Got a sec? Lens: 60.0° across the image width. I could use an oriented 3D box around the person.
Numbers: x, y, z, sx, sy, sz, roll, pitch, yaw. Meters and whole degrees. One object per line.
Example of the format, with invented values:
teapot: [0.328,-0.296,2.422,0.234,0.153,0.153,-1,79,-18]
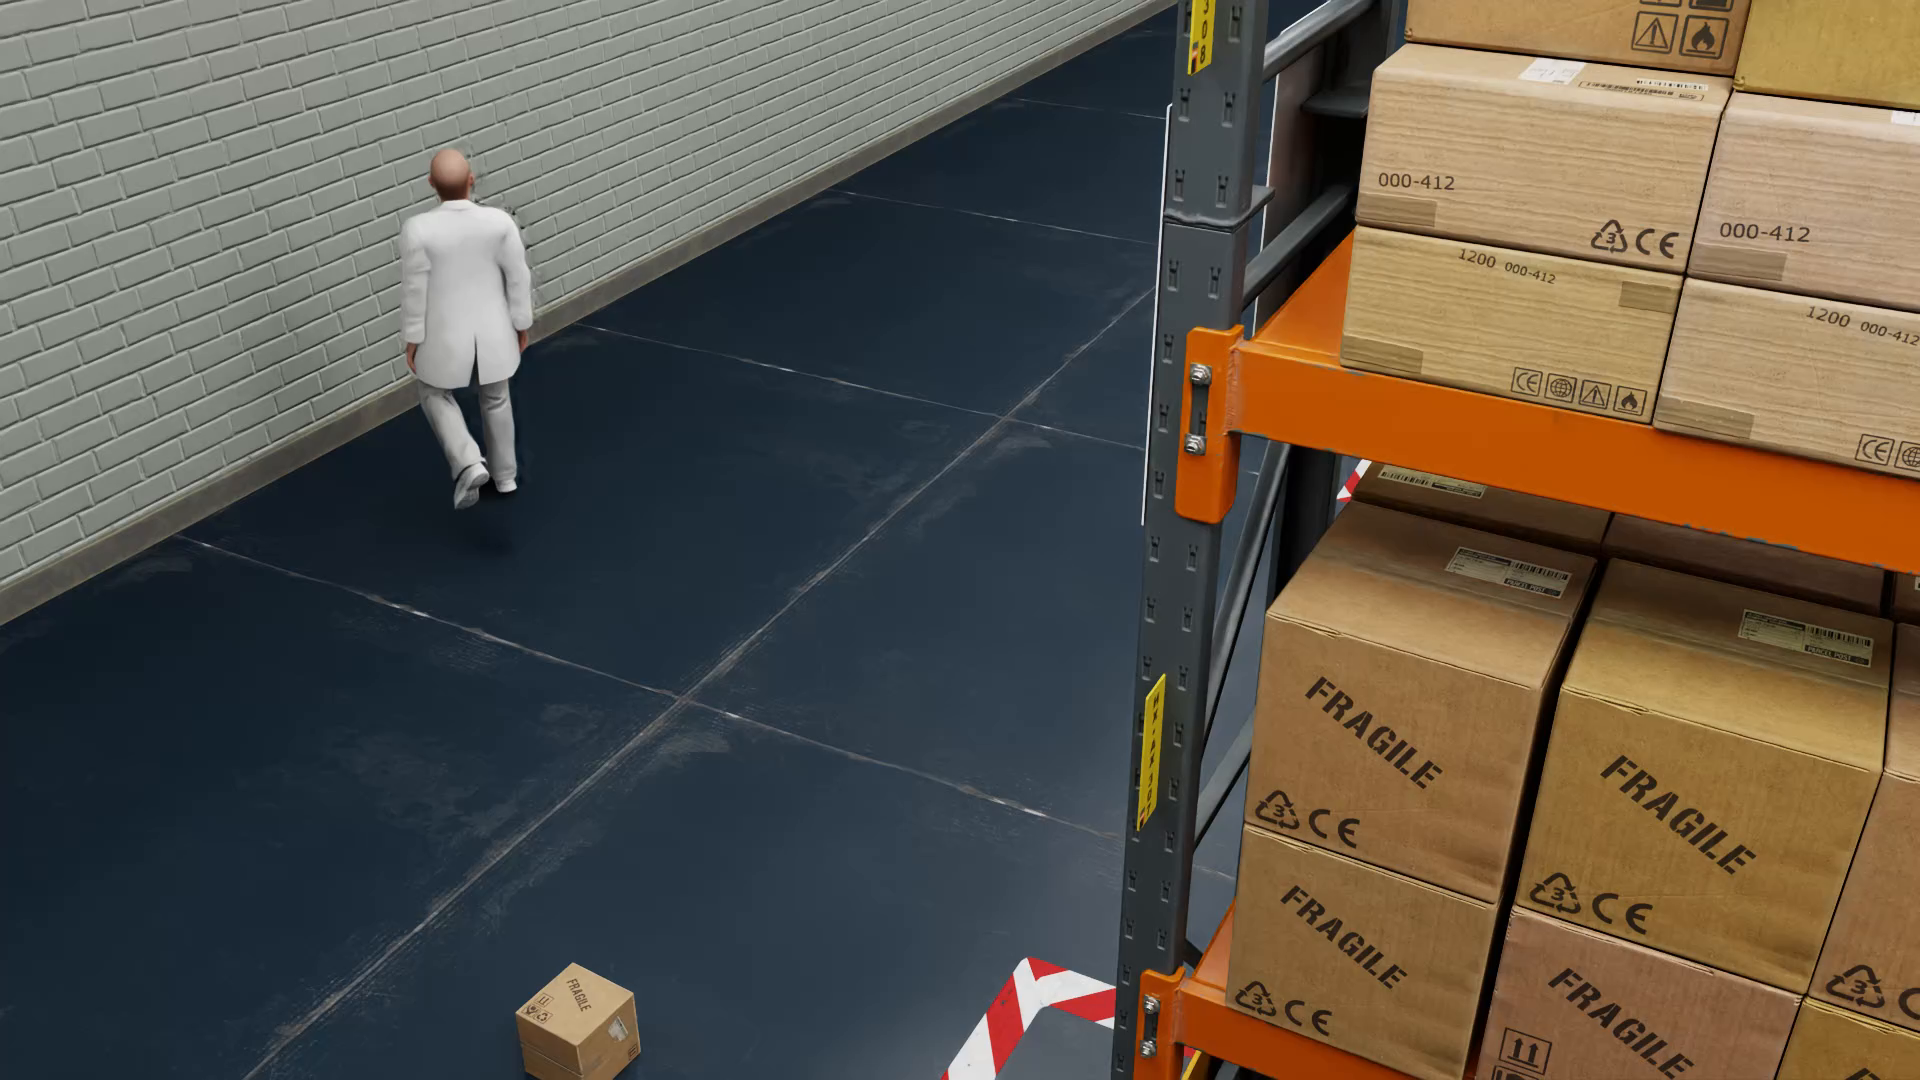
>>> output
person: [-2.374,-1.025,7.925,0.626,1.789,0.544,-14,33,-24]
